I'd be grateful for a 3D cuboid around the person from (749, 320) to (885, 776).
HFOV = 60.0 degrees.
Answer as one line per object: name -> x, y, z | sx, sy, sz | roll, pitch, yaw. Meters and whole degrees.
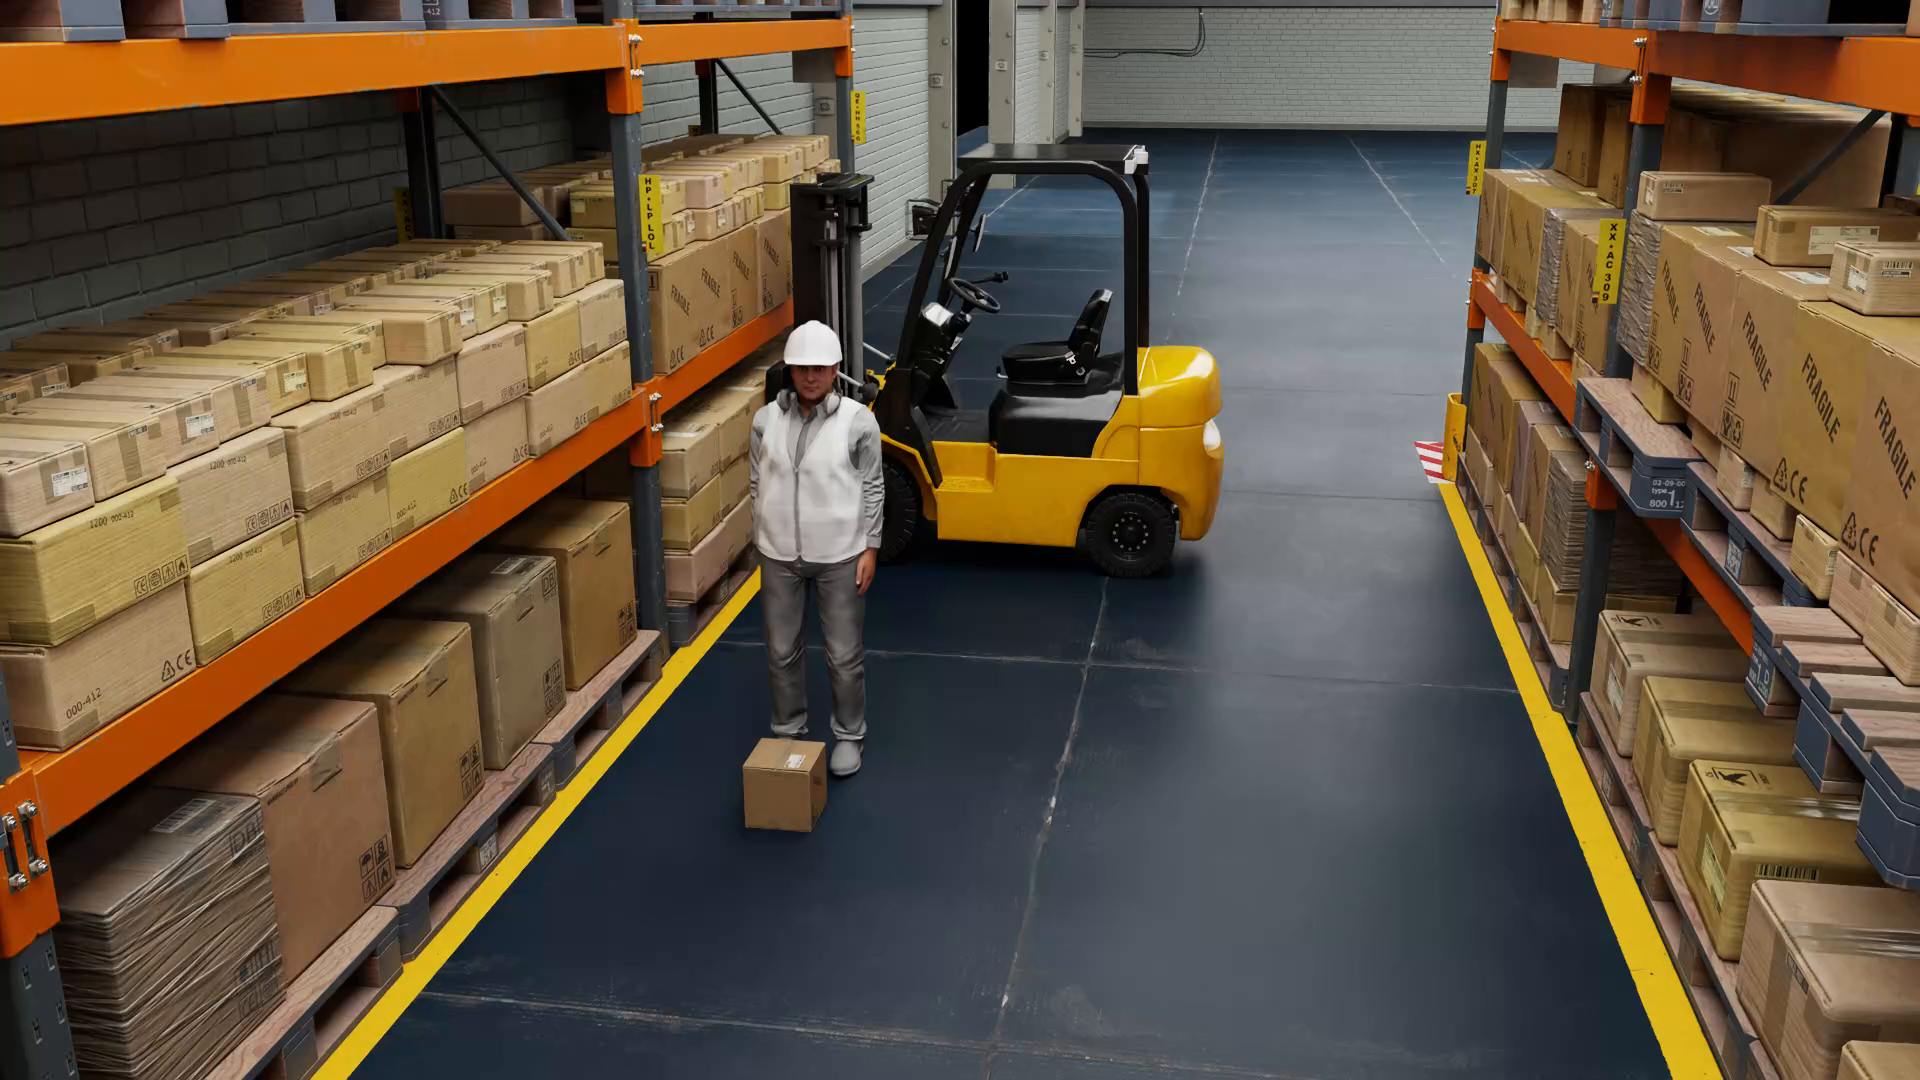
person -> -0.552, 0.041, 6.392 | 0.531, 1.767, 0.359 | 3, 18, 10
